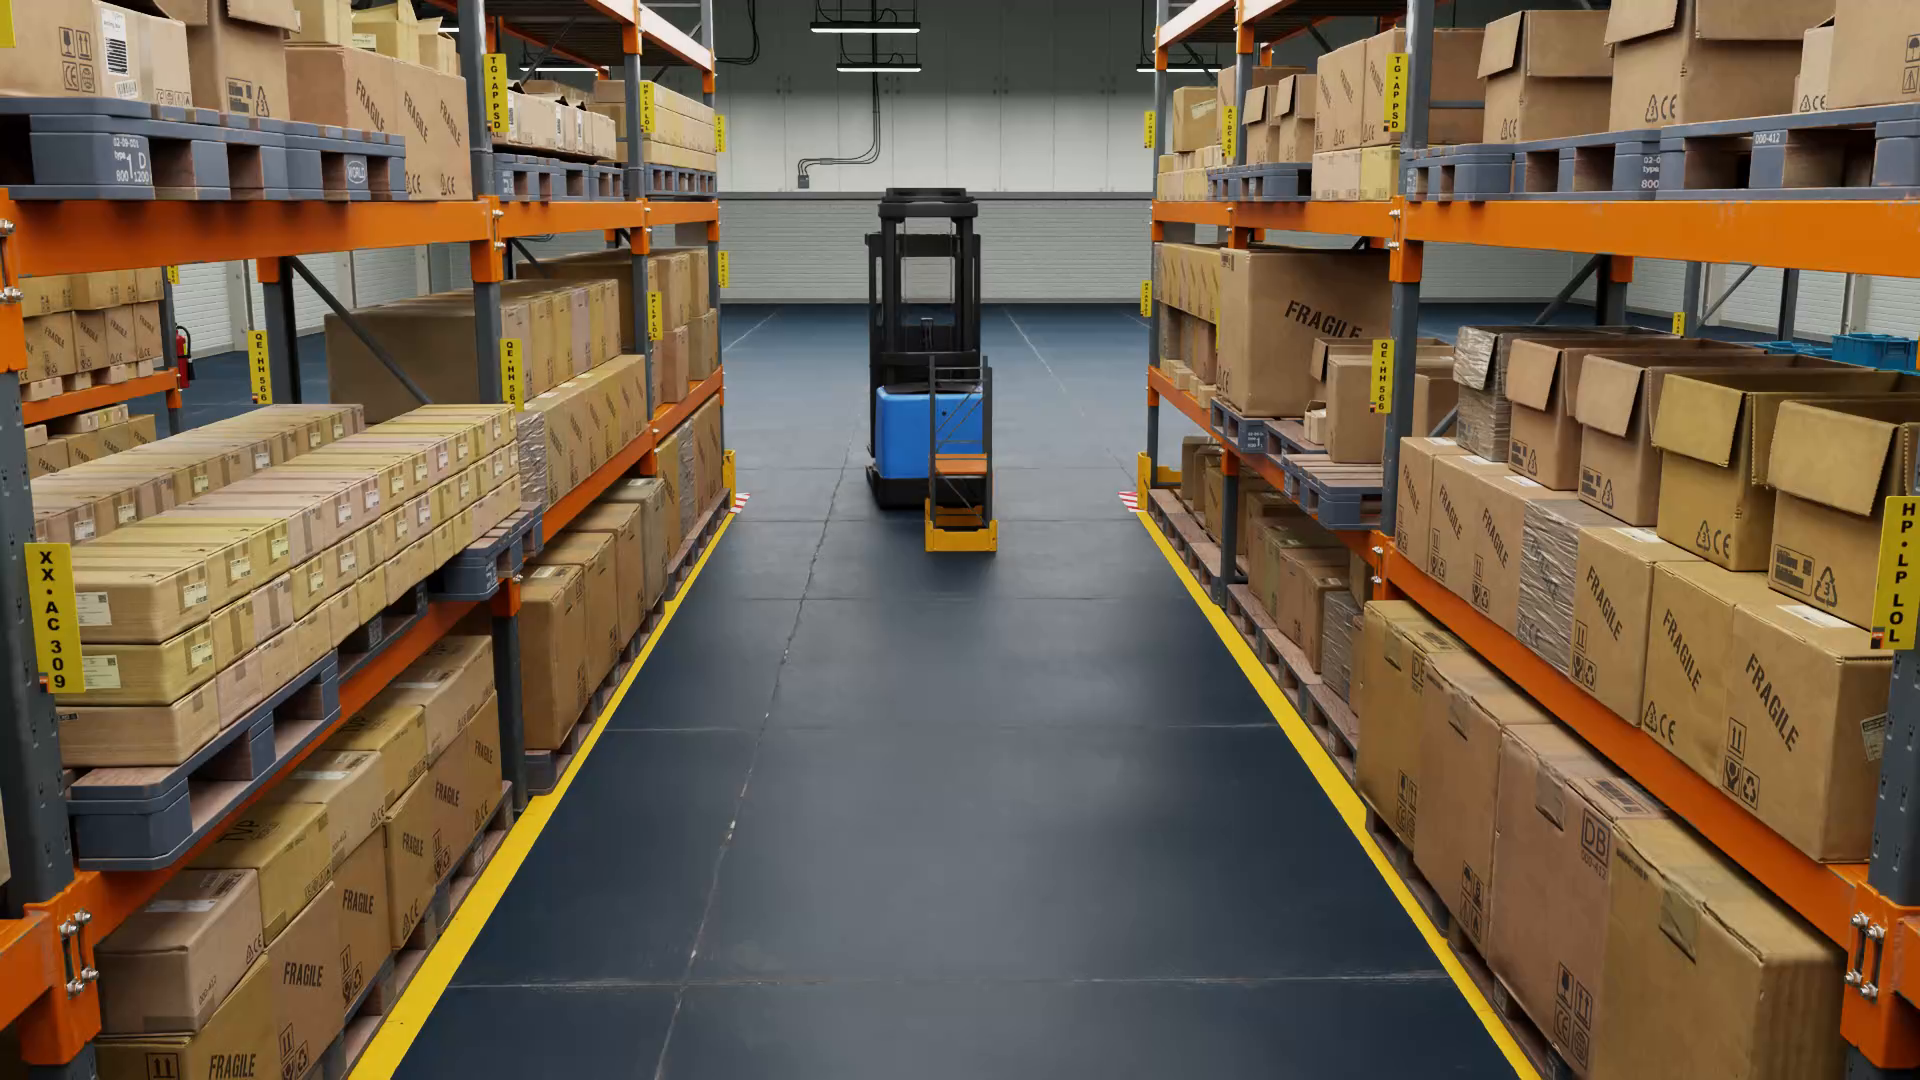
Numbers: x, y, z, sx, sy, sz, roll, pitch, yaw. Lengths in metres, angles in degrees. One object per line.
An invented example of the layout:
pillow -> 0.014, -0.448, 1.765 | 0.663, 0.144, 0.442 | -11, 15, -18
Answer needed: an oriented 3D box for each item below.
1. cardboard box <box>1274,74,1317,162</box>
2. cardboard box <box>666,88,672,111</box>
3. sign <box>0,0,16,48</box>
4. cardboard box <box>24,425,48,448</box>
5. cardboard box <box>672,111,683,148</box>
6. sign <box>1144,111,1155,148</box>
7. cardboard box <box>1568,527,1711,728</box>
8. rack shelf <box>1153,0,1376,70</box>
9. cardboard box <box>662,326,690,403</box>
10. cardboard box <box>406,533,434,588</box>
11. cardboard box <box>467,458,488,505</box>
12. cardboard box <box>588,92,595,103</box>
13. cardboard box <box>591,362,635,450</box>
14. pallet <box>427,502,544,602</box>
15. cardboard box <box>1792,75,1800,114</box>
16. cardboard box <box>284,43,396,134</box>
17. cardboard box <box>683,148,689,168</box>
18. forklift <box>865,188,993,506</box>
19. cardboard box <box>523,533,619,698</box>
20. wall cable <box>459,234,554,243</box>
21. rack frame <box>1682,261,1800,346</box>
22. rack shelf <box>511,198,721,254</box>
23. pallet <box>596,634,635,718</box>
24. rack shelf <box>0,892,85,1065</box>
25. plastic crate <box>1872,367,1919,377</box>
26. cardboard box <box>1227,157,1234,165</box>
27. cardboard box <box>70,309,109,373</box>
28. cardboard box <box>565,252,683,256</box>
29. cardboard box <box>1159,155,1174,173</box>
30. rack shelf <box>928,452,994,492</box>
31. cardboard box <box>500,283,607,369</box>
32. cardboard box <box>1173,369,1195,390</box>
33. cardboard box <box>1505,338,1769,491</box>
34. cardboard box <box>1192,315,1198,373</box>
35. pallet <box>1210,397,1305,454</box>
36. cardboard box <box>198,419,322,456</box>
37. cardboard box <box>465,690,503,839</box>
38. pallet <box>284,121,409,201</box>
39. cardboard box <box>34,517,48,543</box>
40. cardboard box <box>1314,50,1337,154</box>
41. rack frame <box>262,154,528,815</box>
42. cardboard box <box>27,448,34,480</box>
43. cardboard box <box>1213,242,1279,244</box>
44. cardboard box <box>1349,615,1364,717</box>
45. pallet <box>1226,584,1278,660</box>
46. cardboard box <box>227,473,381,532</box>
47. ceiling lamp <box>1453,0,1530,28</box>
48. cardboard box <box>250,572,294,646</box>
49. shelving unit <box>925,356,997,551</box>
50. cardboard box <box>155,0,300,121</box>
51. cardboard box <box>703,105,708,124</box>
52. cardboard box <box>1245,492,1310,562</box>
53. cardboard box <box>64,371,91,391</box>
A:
cardboard box -> 2.267, -2.441, 9.689 | 0.797, 0.503, 0.637 | 0, 11, 1
cardboard box -> -2.310, -3.214, 12.130 | 0.380, 0.149, 0.250 | 0, 11, -2
sign -> -1.918, -1.133, 3.254 | 0.100, 0.325, 0.005 | 0, 11, -1
cardboard box -> -7.278, -0.798, 12.791 | 0.380, 0.149, 0.250 | 0, 11, 2
cardboard box -> -2.378, -3.092, 12.532 | 0.500, 0.250, 0.500 | 0, 11, -2
sign -> 1.711, -3.687, 14.948 | 0.100, 0.325, 0.005 | 0, 11, -1
cardboard box -> 2.197, 0.251, 5.026 | 0.500, 0.500, 0.500 | 0, 11, -2
rack shelf -> 2.294, -3.980, 12.860 | 1.077, 0.370, 4.000 | 0, 11, -1
cardboard box -> -2.572, -1.360, 12.840 | 0.875, 0.550, 0.550 | 0, 11, -1
cardboard box -> -2.052, 0.068, 5.756 | 0.380, 0.149, 0.250 | 0, 11, 1
cardboard box -> -2.062, -0.228, 6.464 | 0.380, 0.149, 0.250 | 0, 11, 0
cardboard box -> -2.977, -3.311, 12.608 | 0.380, 0.149, 0.250 | 0, 11, -2
cardboard box -> -2.337, -0.842, 10.413 | 0.500, 0.500, 0.500 | 0, 11, -2
pallet -> -2.421, 0.035, 6.827 | 1.213, 0.211, 1.003 | 0, 11, -1
cardboard box -> 2.620, -1.255, 4.733 | 0.380, 0.149, 0.250 | -1, 11, -3
cardboard box -> -2.247, -1.409, 5.662 | 0.500, 0.500, 0.500 | 0, 11, -1
cardboard box -> -2.324, -2.974, 12.952 | 0.380, 0.149, 0.250 | 0, 11, 0
forklift -> -0.372, -2.003, 16.558 | 1.130, 2.935, 3.031 | -1, 12, -6
cardboard box -> -2.487, 0.401, 9.141 | 1.050, 0.750, 0.750 | 0, 11, 0
wall cable -> -12.863, -9.560, 46.359 | 3.097, 2.526, 0.112 | 0, 11, -1
rack frame -> 7.205, -1.812, 15.445 | 1.000, 3.000, 0.127 | 0, 11, -1
rack shelf -> -2.667, -2.511, 13.156 | 1.077, 0.370, 4.000 | 0, 11, -1
pallet -> -2.506, 0.767, 9.748 | 1.003, 0.211, 1.213 | 0, 11, -1
rack shelf -> -2.419, 1.345, 1.697 | 1.077, 0.370, 4.000 | 0, 11, -1
plastic crate -> 6.993, -1.162, 12.619 | 0.499, 0.251, 0.616 | 0, 11, -1
cardboard box -> 2.040, -2.652, 11.415 | 0.380, 0.149, 0.250 | 0, 11, 1
cardboard box -> -7.356, -1.640, 13.597 | 0.500, 0.500, 0.500 | 0, 11, -1
cardboard box -> -2.760, -2.099, 13.768 | 0.875, 0.550, 0.550 | 0, 11, -1
cardboard box -> 1.936, -3.276, 14.491 | 0.380, 0.149, 0.250 | 0, 11, 0
rack shelf -> -0.002, -0.576, 14.029 | 0.538, 0.185, 1.000 | 0, 11, -1
cardboard box -> -2.597, -1.334, 10.324 | 0.700, 0.500, 0.500 | 0, 11, -2
cardboard box -> 1.955, -1.312, 13.613 | 0.380, 0.149, 0.250 | 0, 11, -1
cardboard box -> 2.428, -0.467, 6.041 | 0.797, 0.503, 0.637 | 0, 11, 0
cardboard box -> 2.333, -1.579, 13.297 | 0.875, 0.500, 0.500 | 0, 11, -1
pallet -> 2.206, -0.750, 10.692 | 1.003, 0.211, 1.213 | 0, 11, -1
cardboard box -> -2.718, -0.380, 6.468 | 0.380, 0.149, 0.250 | 0, 11, -1
cardboard box -> -2.268, 0.948, 7.071 | 0.500, 0.500, 0.500 | 0, 11, -1
pallet -> -2.391, -1.113, 4.929 | 1.213, 0.211, 1.003 | 0, 11, -1
cardboard box -> -2.673, 0.036, 4.415 | 0.380, 0.149, 0.250 | -1, 11, -3
cardboard box -> 2.142, -2.259, 8.598 | 0.500, 0.500, 0.500 | 0, 11, 0
rack frame -> -2.543, -0.201, 7.504 | 1.000, 3.000, 0.127 | 0, 11, -1
cardboard box -> -7.337, -0.406, 12.489 | 0.500, 0.500, 0.500 | 0, 11, 1
cardboard box -> 2.511, -2.368, 14.671 | 0.500, 0.500, 0.500 | 0, 11, -1
cardboard box -> 2.385, 0.675, 8.366 | 0.700, 0.500, 0.500 | -1, 11, -4
pallet -> 2.353, 0.525, 10.939 | 1.003, 0.211, 1.213 | 0, 11, -1
cardboard box -> -2.036, -0.117, 5.171 | 0.380, 0.149, 0.250 | 0, 11, 1
ceiling lamp -> 12.490, -12.693, 39.308 | 2.000, 3.185, 0.800 | 0, 11, -1
cardboard box -> -2.021, 0.183, 4.441 | 0.380, 0.149, 0.250 | 0, 11, 0
shelving unit -> -0.002, -0.750, 13.985 | 0.587, 1.500, 1.083 | 0, 11, -1
cardboard box -> -2.361, -1.440, 4.751 | 0.797, 0.503, 0.637 | 0, 11, -2
cardboard box -> -2.353, -3.617, 14.120 | 0.380, 0.149, 0.250 | 0, 11, 0
cardboard box -> 2.367, -0.057, 12.024 | 0.500, 0.500, 0.500 | -1, 11, -3
cardboard box -> -7.337, -1.300, 13.555 | 0.380, 0.149, 0.250 | 0, 11, -2
